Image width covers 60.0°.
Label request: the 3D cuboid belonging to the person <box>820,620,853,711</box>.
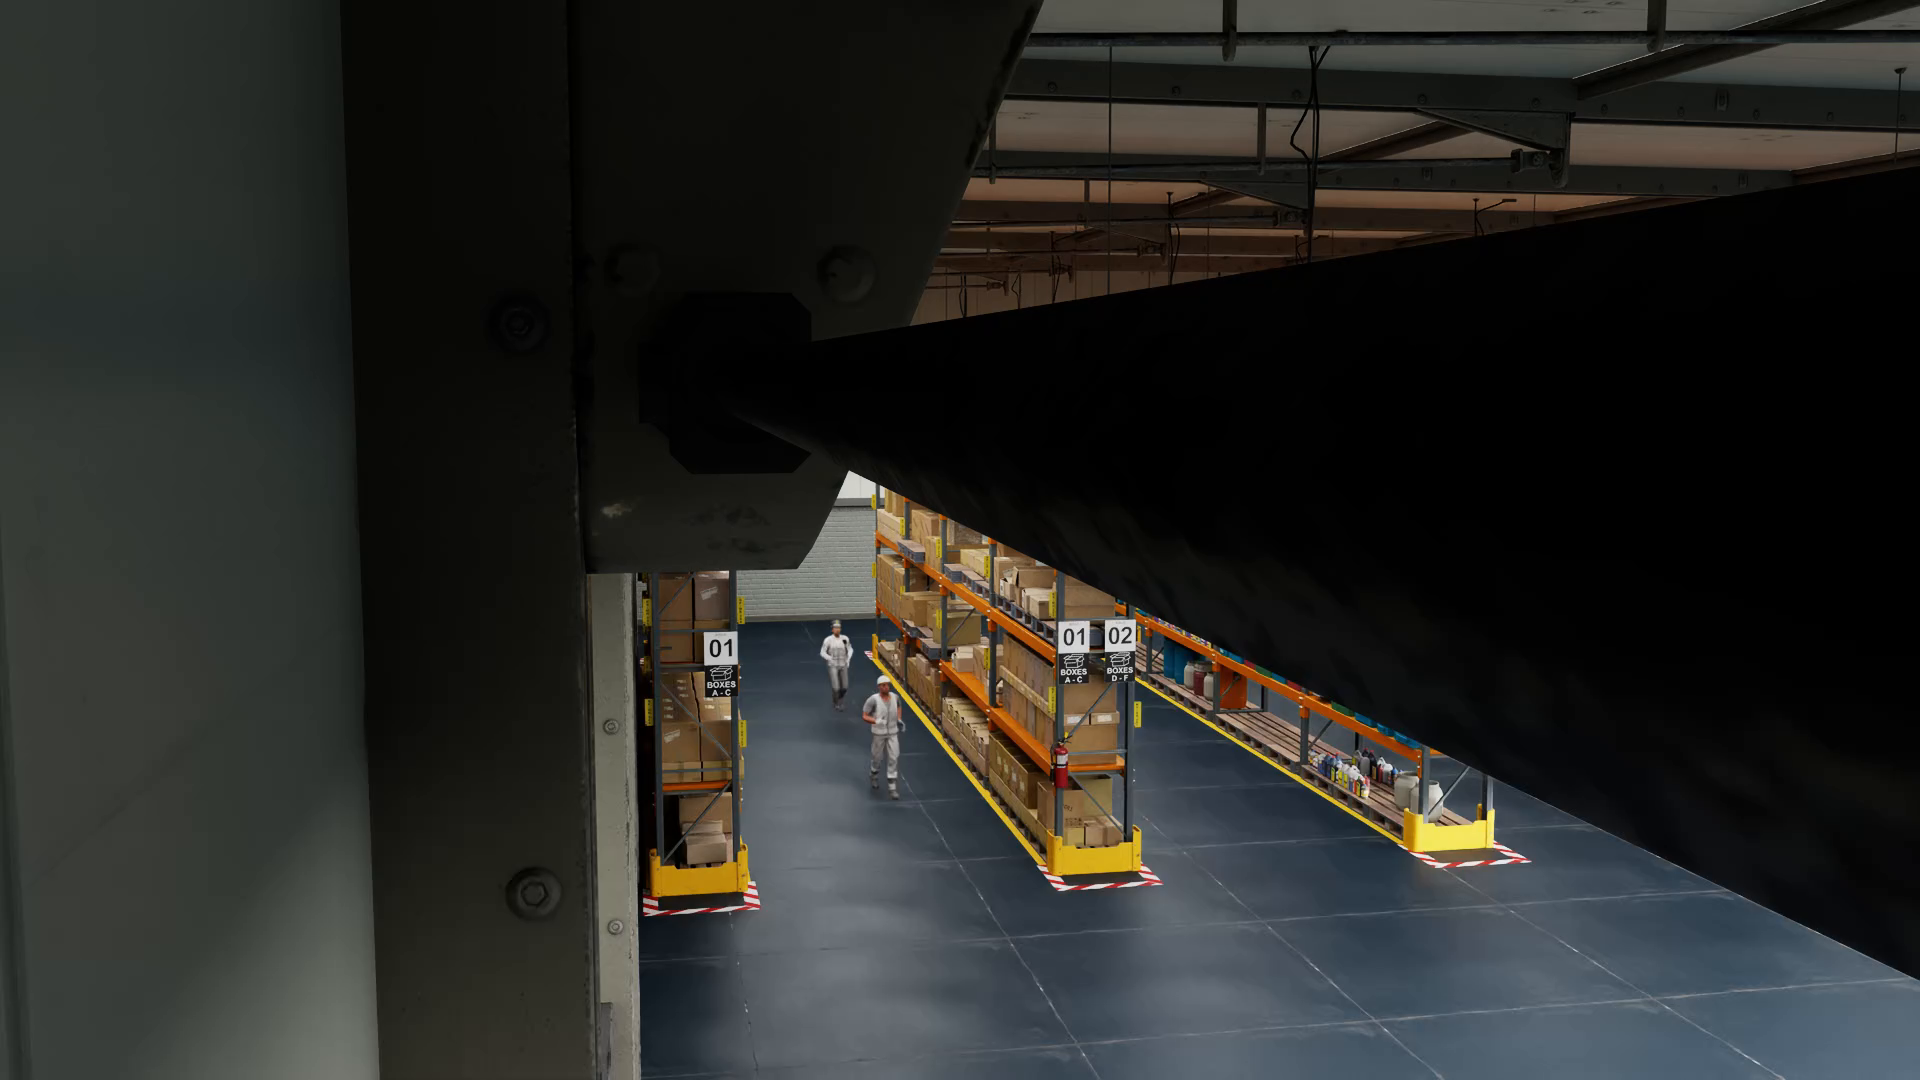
[{"bbox_3d":[-2.157,2.242,29.429,0.609,1.658,0.533,-2,6,-15],"label":"person"}]

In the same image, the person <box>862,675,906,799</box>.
[{"bbox_3d":[-1.130,2.889,24.690,0.673,1.784,0.865,-2,6,-22],"label":"person"}]
